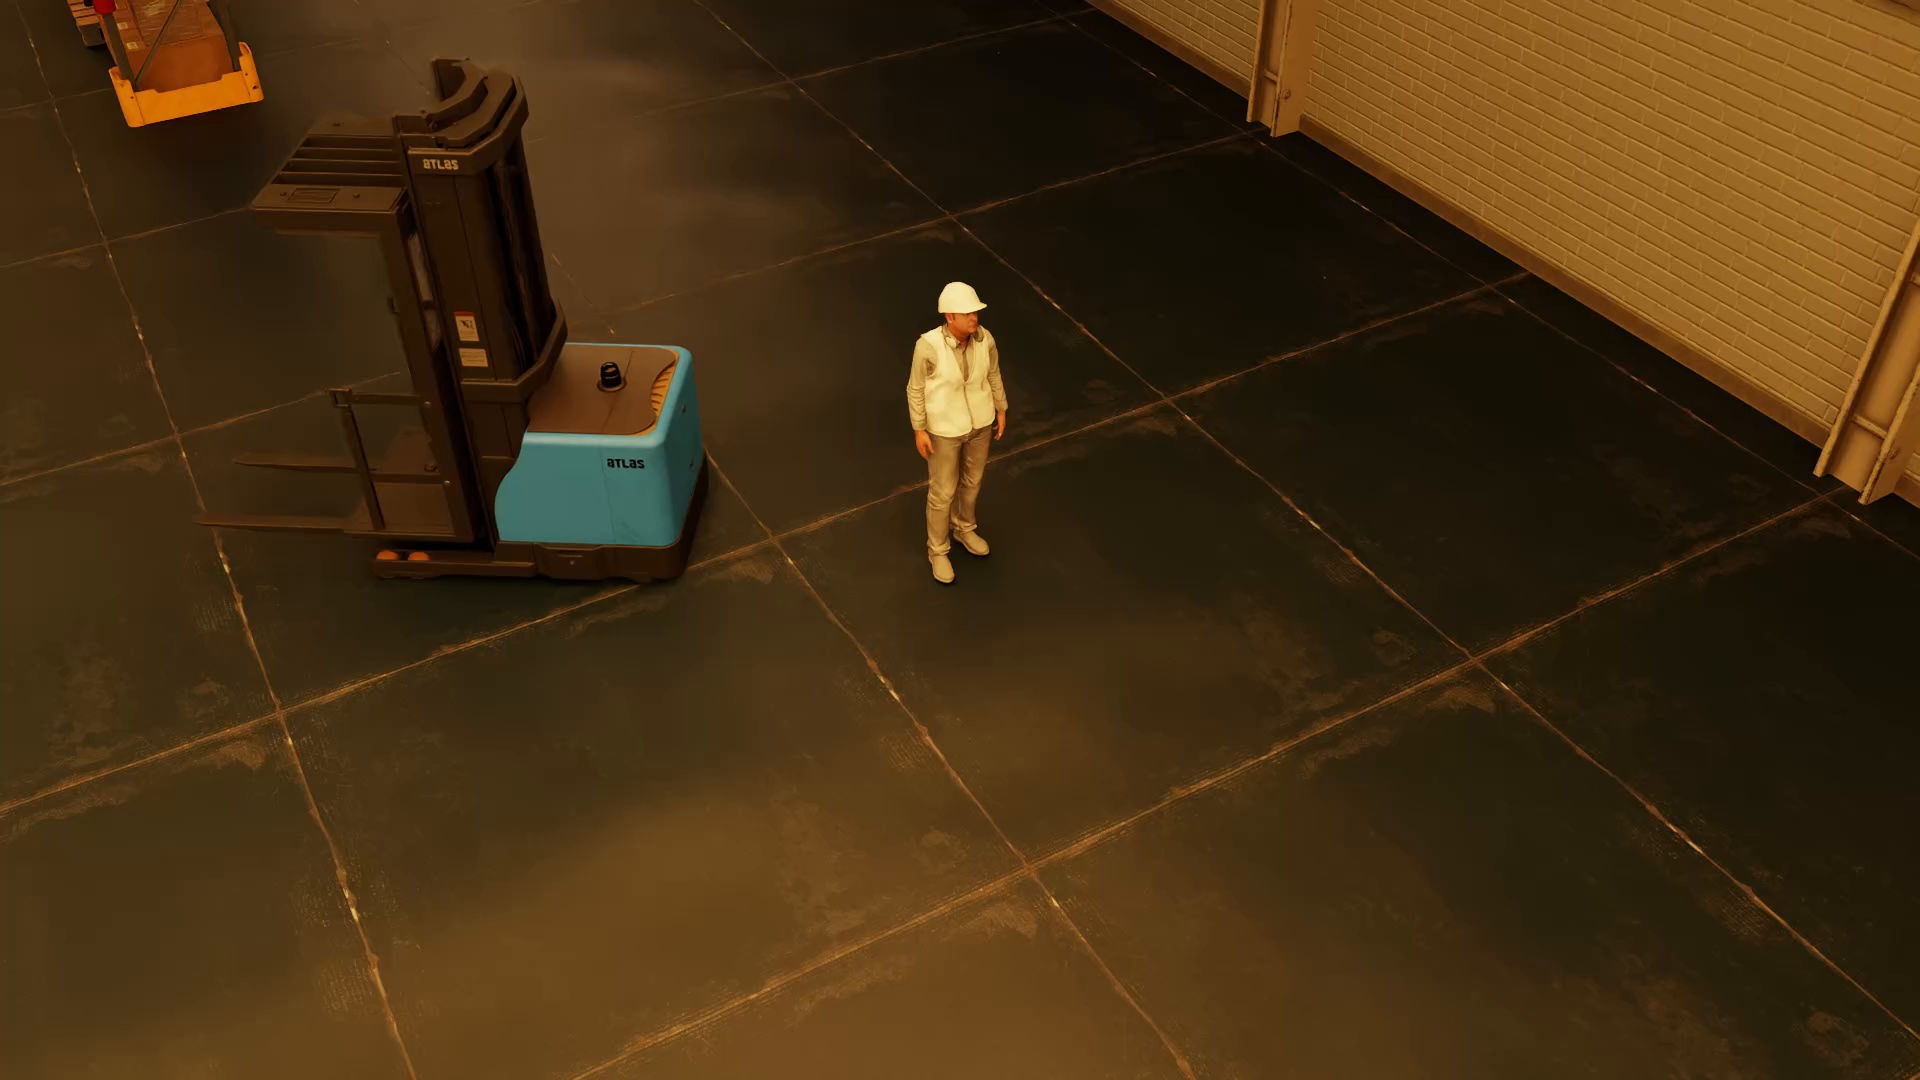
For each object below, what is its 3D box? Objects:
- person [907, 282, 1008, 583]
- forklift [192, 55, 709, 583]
[{"bbox_3d":[0.024,-0.651,9.717,0.632,1.771,0.568,-20,44,-23],"label":"person"},{"bbox_3d":[-3.143,-1.226,9.514,3.031,2.935,1.130,2,40,2],"label":"forklift"}]
